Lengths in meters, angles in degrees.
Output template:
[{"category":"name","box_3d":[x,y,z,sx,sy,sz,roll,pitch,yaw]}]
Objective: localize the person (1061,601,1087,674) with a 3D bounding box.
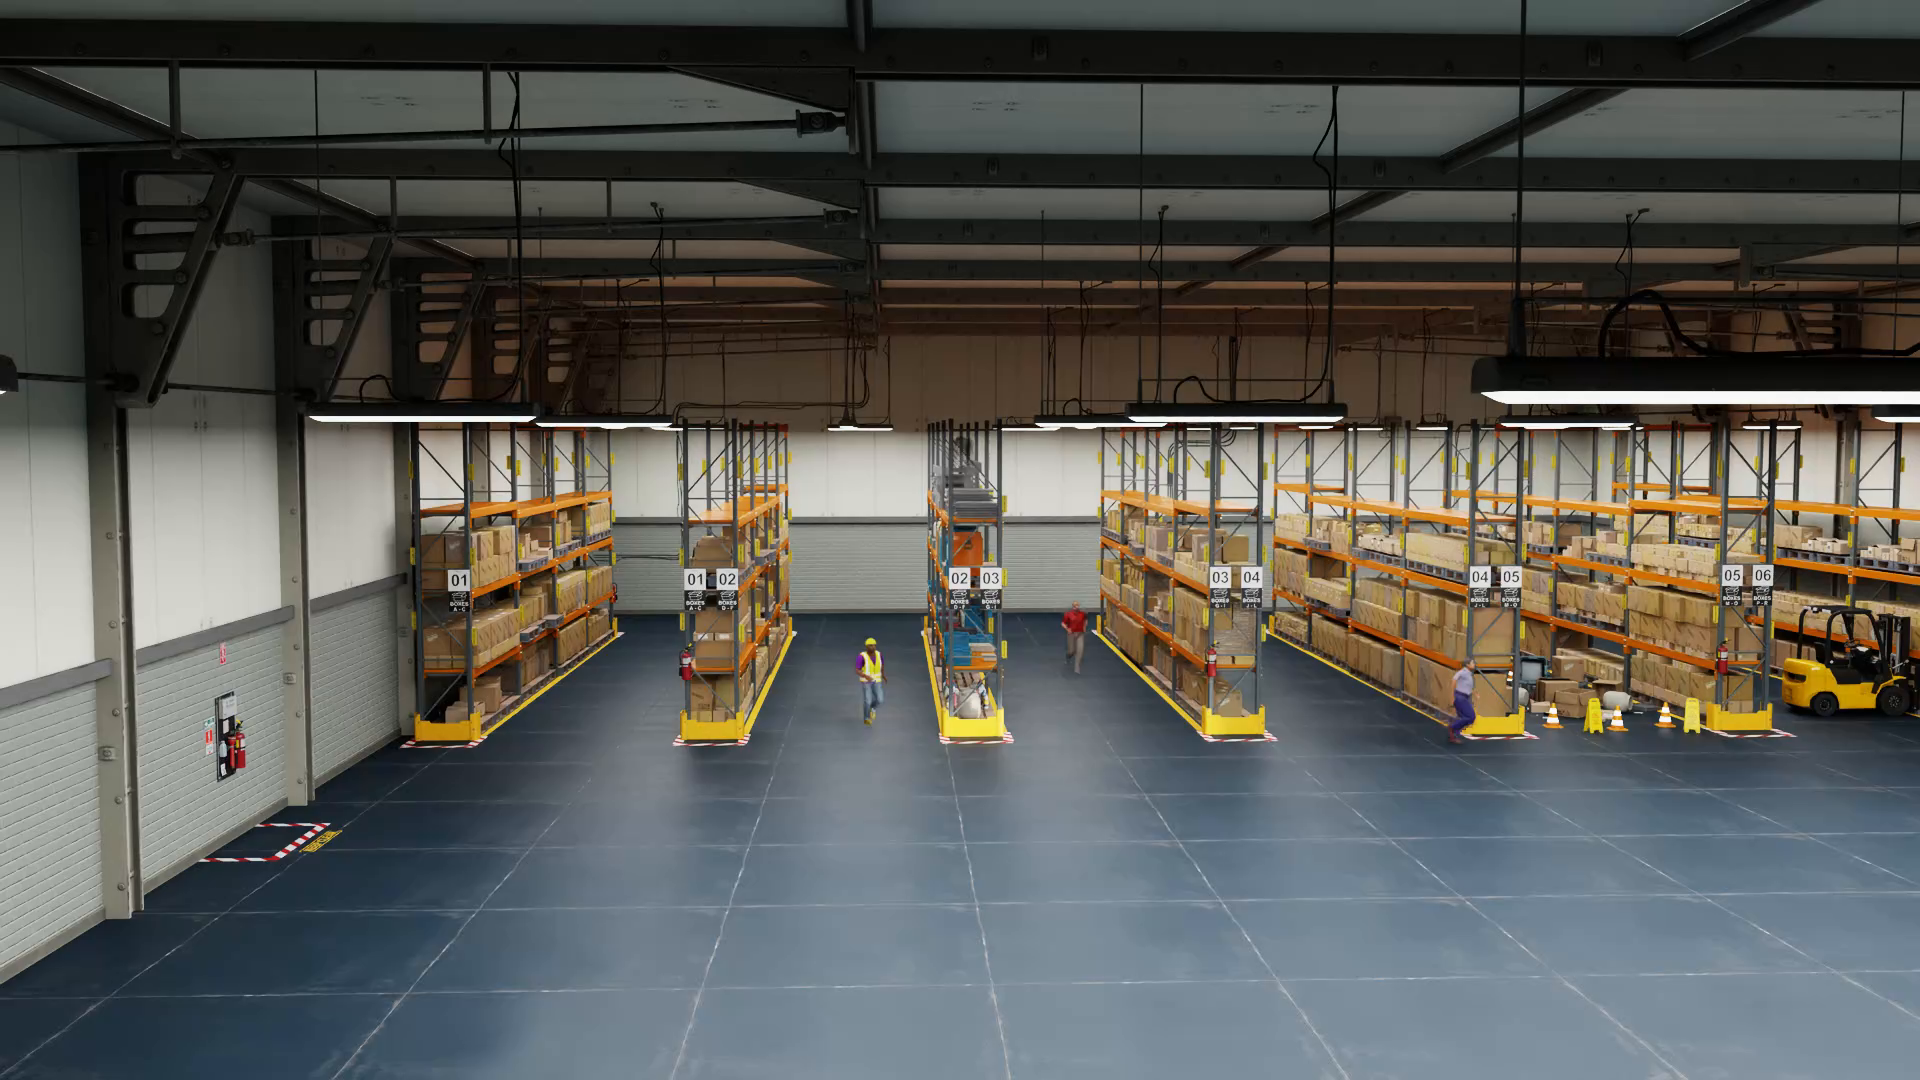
[{"category":"person","box_3d":[2.768,2.338,40.045,0.673,1.733,0.814,-1,4,-12]}]

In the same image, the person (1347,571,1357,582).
[{"category":"person","box_3d":[11.533,1.706,49.232,0.627,1.741,0.656,-1,4,-19]}]

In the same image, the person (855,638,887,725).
[{"category":"person","box_3d":[-1.715,2.774,32.563,0.688,1.714,0.639,-2,4,-27]}]

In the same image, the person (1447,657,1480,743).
[{"category":"person","box_3d":[9.304,2.959,30.722,0.575,1.592,0.599,1,4,19]}]
